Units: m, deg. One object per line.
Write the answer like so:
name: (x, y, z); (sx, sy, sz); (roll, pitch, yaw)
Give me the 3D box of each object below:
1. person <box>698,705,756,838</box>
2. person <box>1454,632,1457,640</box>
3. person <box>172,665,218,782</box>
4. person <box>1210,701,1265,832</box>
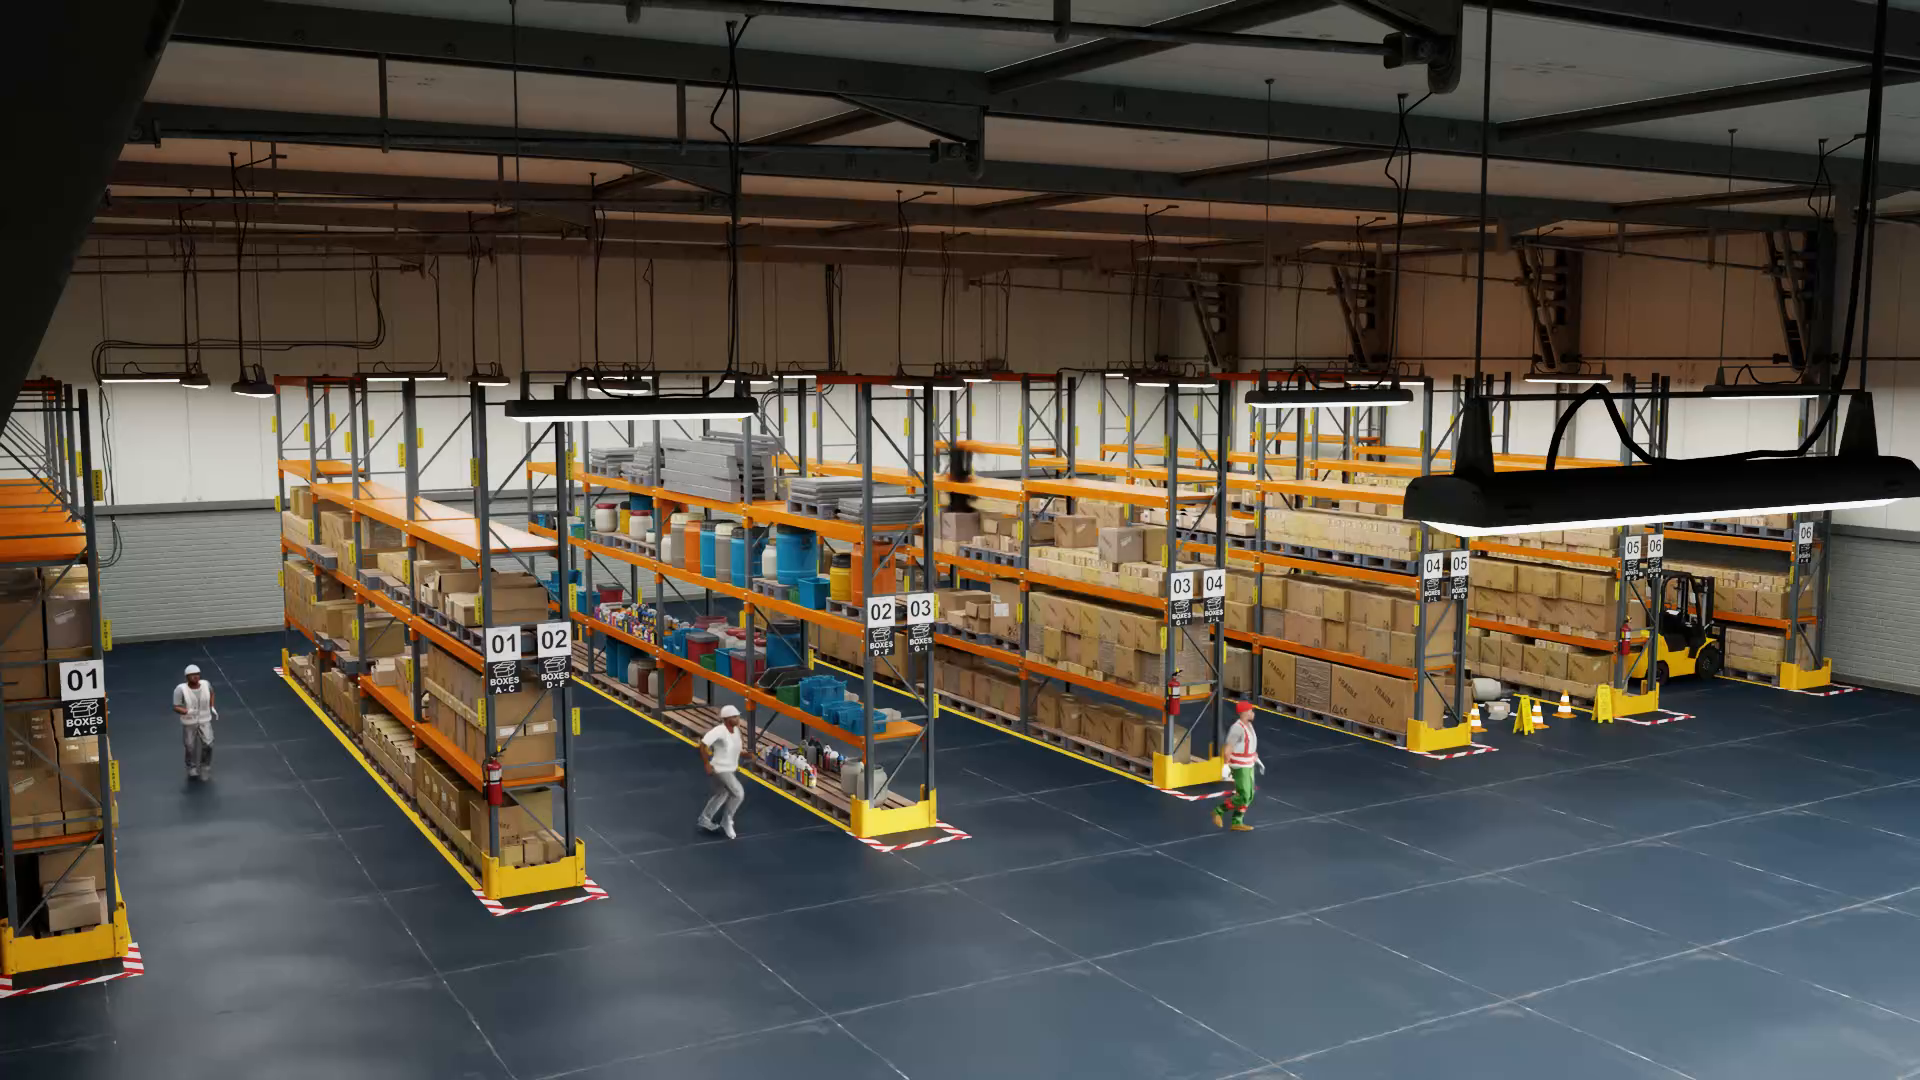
person: (-3.125, 3.069, 22.056); (0.824, 1.777, 0.645); (2, 7, 18)
person: (10.691, 1.662, 35.773); (0.841, 1.544, 0.695); (6, 9, 44)
person: (-11.379, 2.739, 24.799); (0.649, 1.784, 0.799); (-4, 8, -35)
person: (3.704, 3.030, 22.242); (0.579, 1.742, 0.766); (4, 7, 30)
